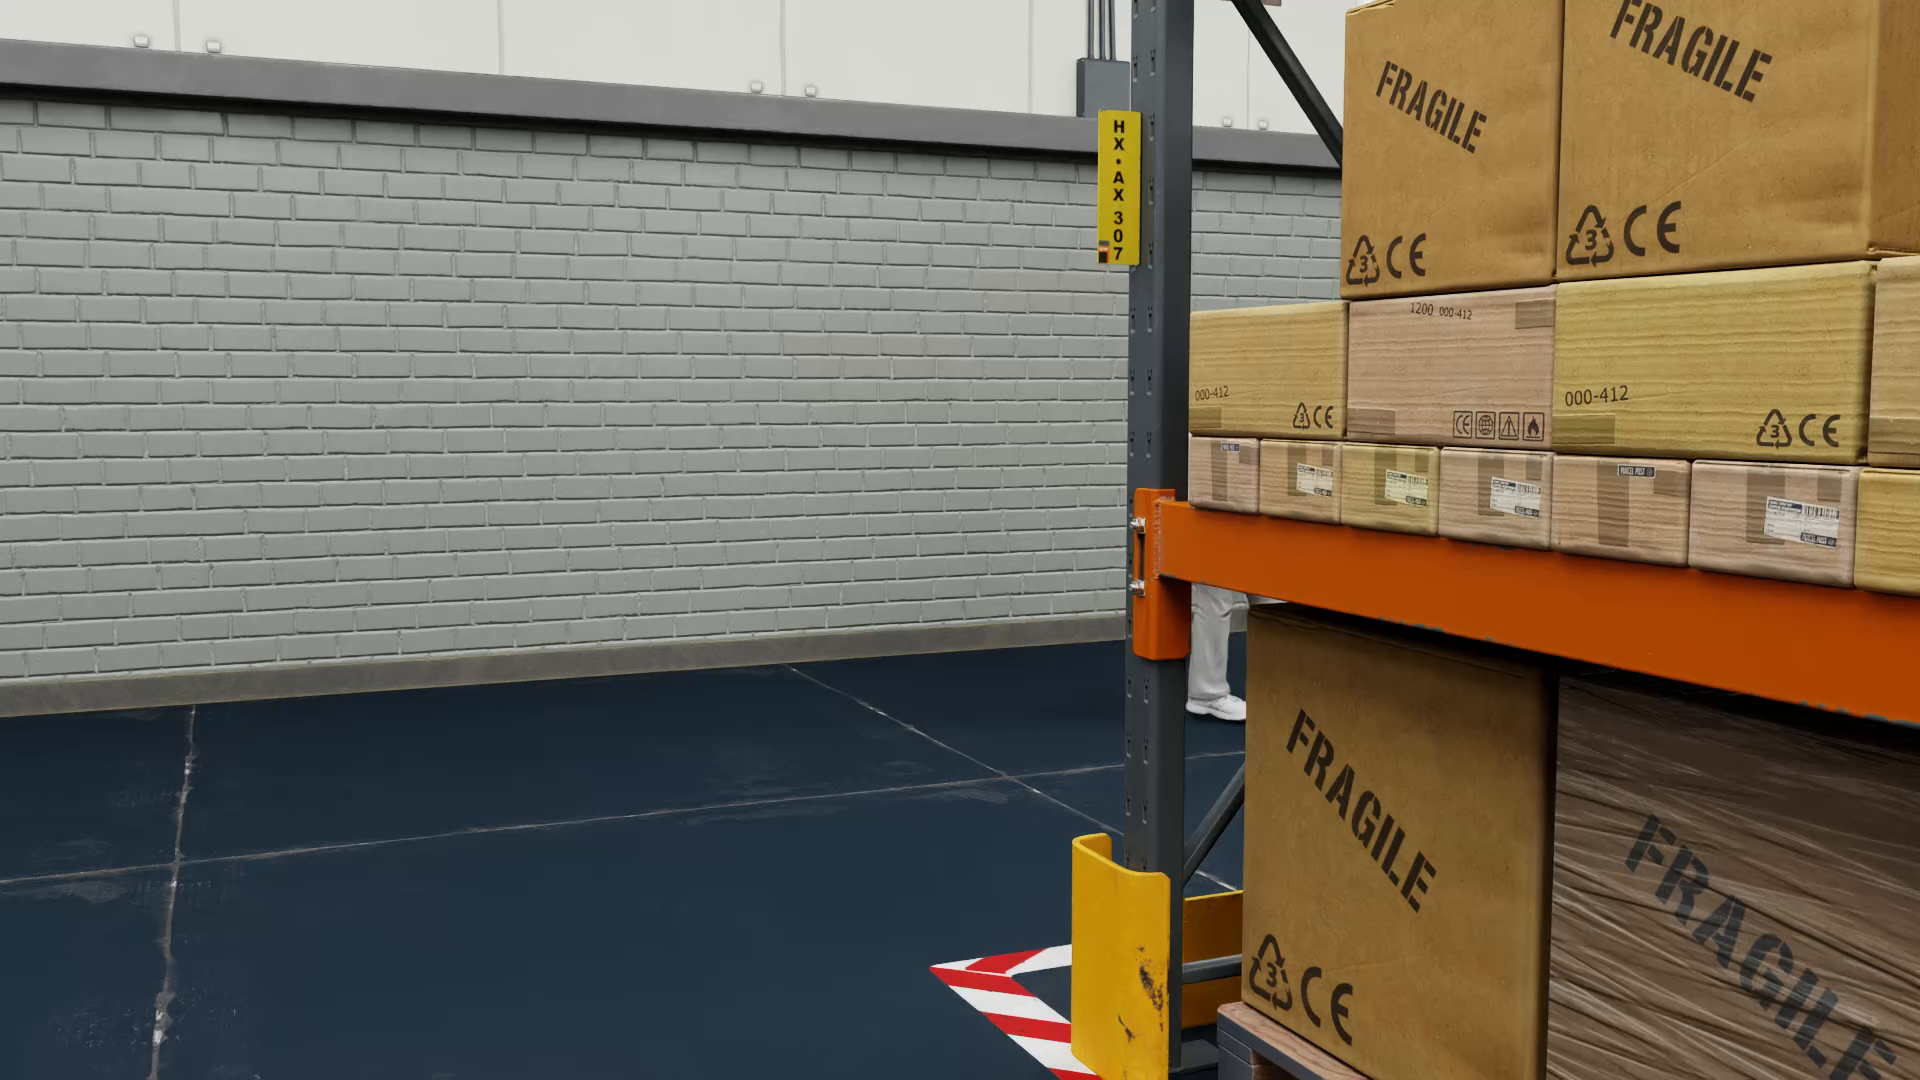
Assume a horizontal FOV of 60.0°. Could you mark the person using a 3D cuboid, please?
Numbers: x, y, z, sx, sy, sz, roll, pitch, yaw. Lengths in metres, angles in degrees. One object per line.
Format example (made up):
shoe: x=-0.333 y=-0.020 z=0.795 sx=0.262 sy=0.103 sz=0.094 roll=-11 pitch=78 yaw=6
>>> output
person: x=1.333 y=-0.042 z=7.609 sx=0.589 sy=1.794 sz=0.636 roll=-5 pitch=7 yaw=-43
